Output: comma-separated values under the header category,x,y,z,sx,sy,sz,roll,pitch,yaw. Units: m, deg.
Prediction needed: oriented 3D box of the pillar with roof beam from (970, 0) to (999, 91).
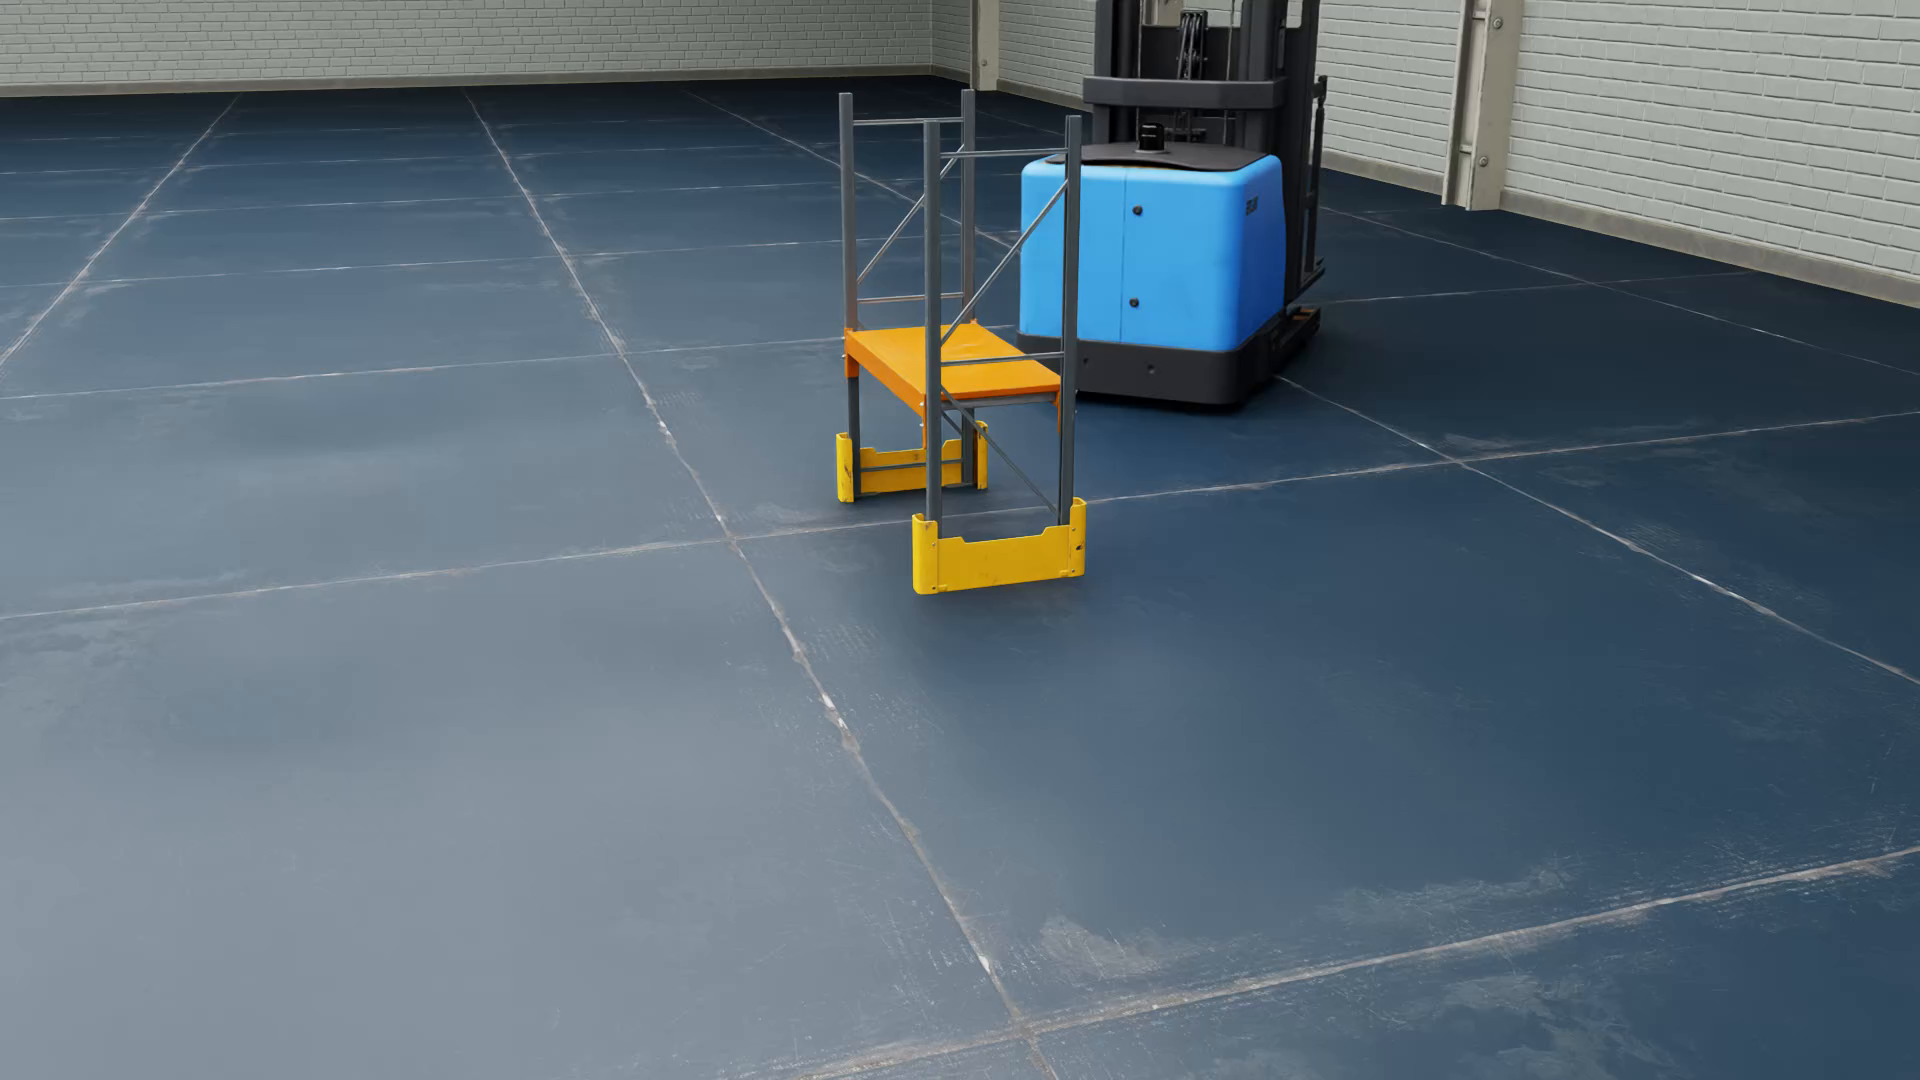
category,x,y,z,sx,sy,sz,roll,pitch,yaw
pillar with roof beam,-3.735,-10.319,21.332,9.100,9.000,0.400,-6,21,-17

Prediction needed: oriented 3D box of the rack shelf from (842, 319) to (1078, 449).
category,x,y,z,sx,sy,sz,roll,pitch,yaw
rack shelf,-0.027,-0.564,5.800,0.538,0.185,1.000,-6,21,-17

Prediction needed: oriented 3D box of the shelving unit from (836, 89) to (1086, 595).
category,x,y,z,sx,sy,sz,roll,pitch,yaw
shelving unit,-0.024,-0.730,5.731,0.587,1.500,1.083,-6,21,-17

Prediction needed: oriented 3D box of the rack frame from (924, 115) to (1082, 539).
category,x,y,z,sx,sy,sz,roll,pitch,yaw
rack frame,0.133,-0.570,5.285,0.500,1.500,0.032,-6,21,-17

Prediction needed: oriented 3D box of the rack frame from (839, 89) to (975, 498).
category,x,y,z,sx,sy,sz,roll,pitch,yaw
rack frame,-0.187,-0.896,6.193,0.500,1.500,0.032,-6,21,-17

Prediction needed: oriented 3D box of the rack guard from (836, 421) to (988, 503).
category,x,y,z,sx,sy,sz,roll,pitch,yaw
rack guard,-0.181,-0.302,6.387,0.587,0.250,0.087,-6,21,-17

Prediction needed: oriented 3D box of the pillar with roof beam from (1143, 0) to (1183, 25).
category,x,y,z,sx,sy,sz,roll,pitch,yaw
pillar with roof beam,-1.850,-8.393,15.972,9.100,9.000,0.400,-6,21,-17

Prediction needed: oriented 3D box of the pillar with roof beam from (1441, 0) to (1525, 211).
category,x,y,z,sx,sy,sz,roll,pitch,yaw
pillar with roof beam,0.036,-6.468,10.611,9.100,9.000,0.400,-6,21,-17

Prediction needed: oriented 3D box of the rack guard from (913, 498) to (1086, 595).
category,x,y,z,sx,sy,sz,roll,pitch,yaw
rack guard,0.133,0.018,5.497,0.587,0.250,0.087,-6,21,-17

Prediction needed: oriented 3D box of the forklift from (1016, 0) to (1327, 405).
category,x,y,z,sx,sy,sz,roll,pitch,yaw
forklift,1.290,-2.442,8.379,1.130,2.935,3.031,8,21,21
